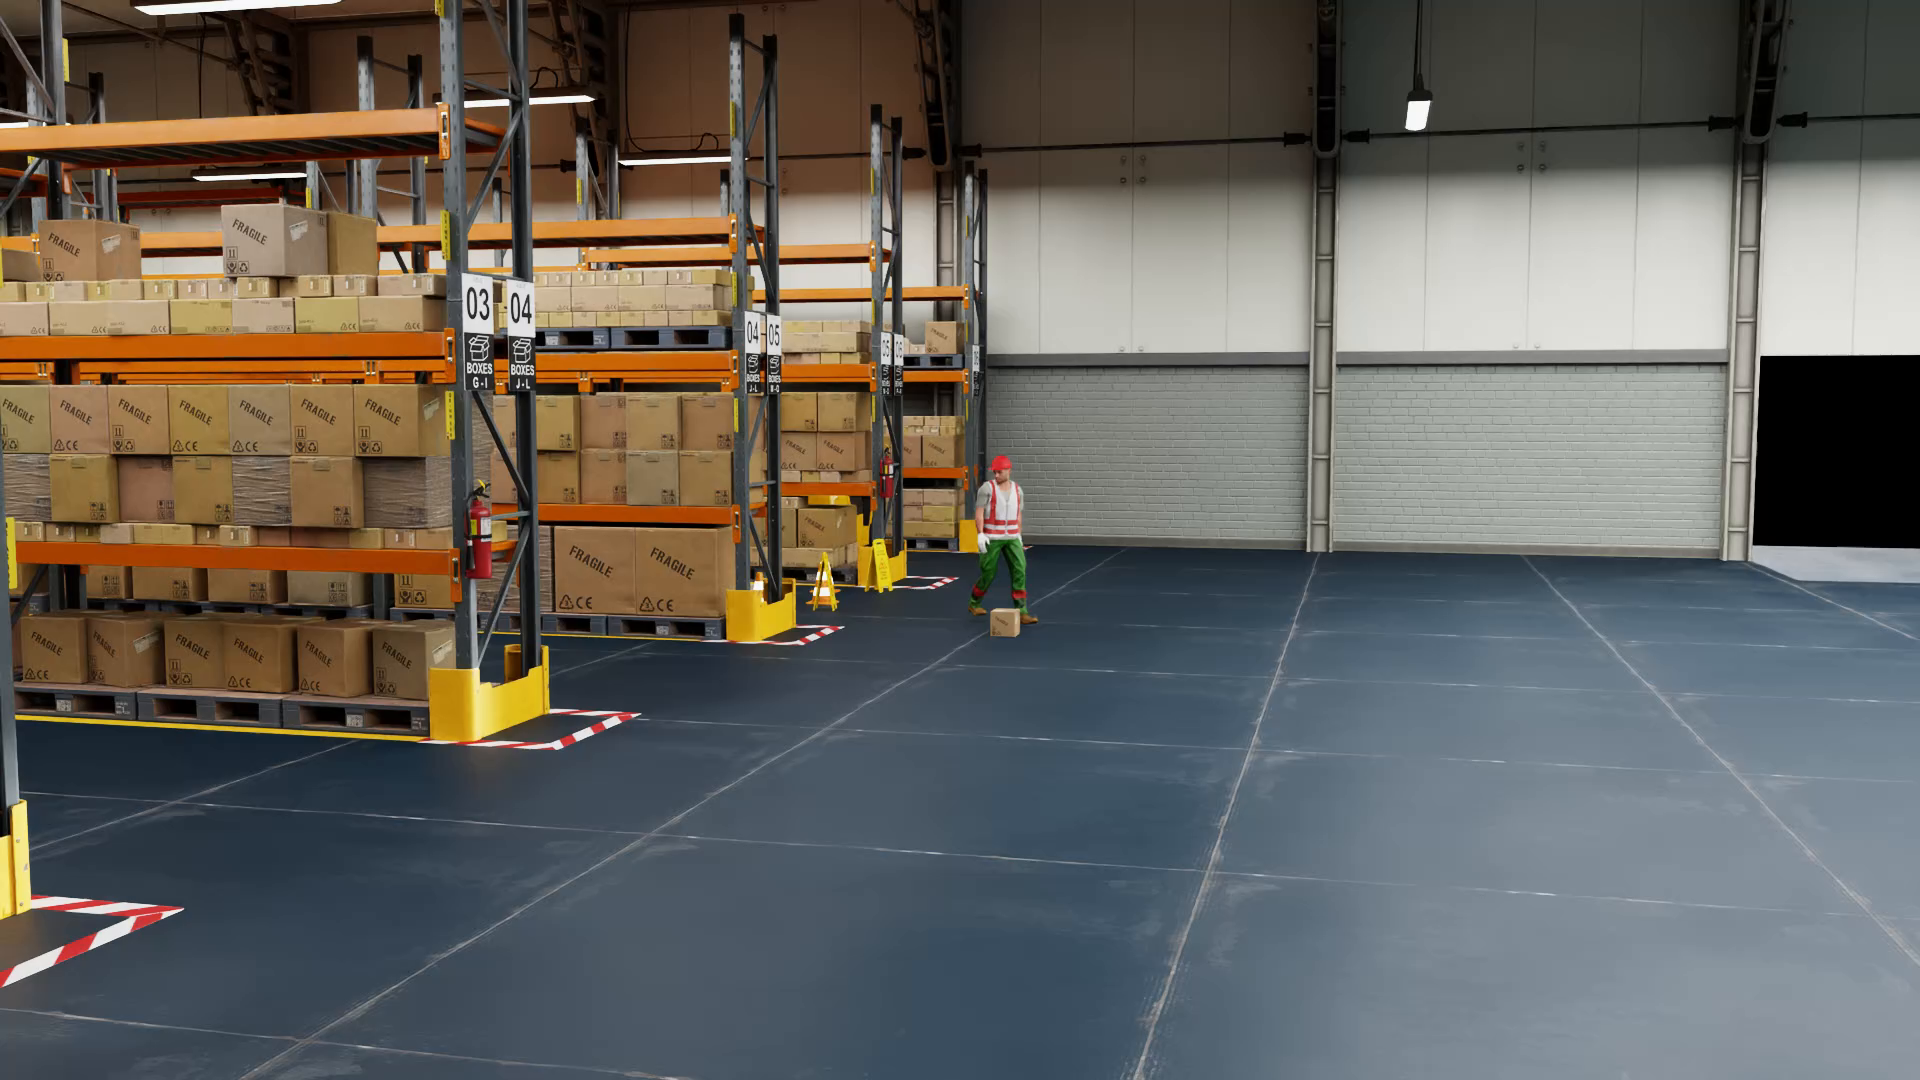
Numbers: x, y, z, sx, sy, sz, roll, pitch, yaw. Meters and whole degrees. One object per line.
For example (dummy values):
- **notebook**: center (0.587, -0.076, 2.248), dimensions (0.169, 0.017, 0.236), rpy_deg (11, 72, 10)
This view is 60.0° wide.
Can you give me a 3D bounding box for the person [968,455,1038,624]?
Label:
- **person**: center (0.439, -0.004, 17.368), dimensions (0.588, 1.764, 0.871), rpy_deg (-2, 5, -24)
